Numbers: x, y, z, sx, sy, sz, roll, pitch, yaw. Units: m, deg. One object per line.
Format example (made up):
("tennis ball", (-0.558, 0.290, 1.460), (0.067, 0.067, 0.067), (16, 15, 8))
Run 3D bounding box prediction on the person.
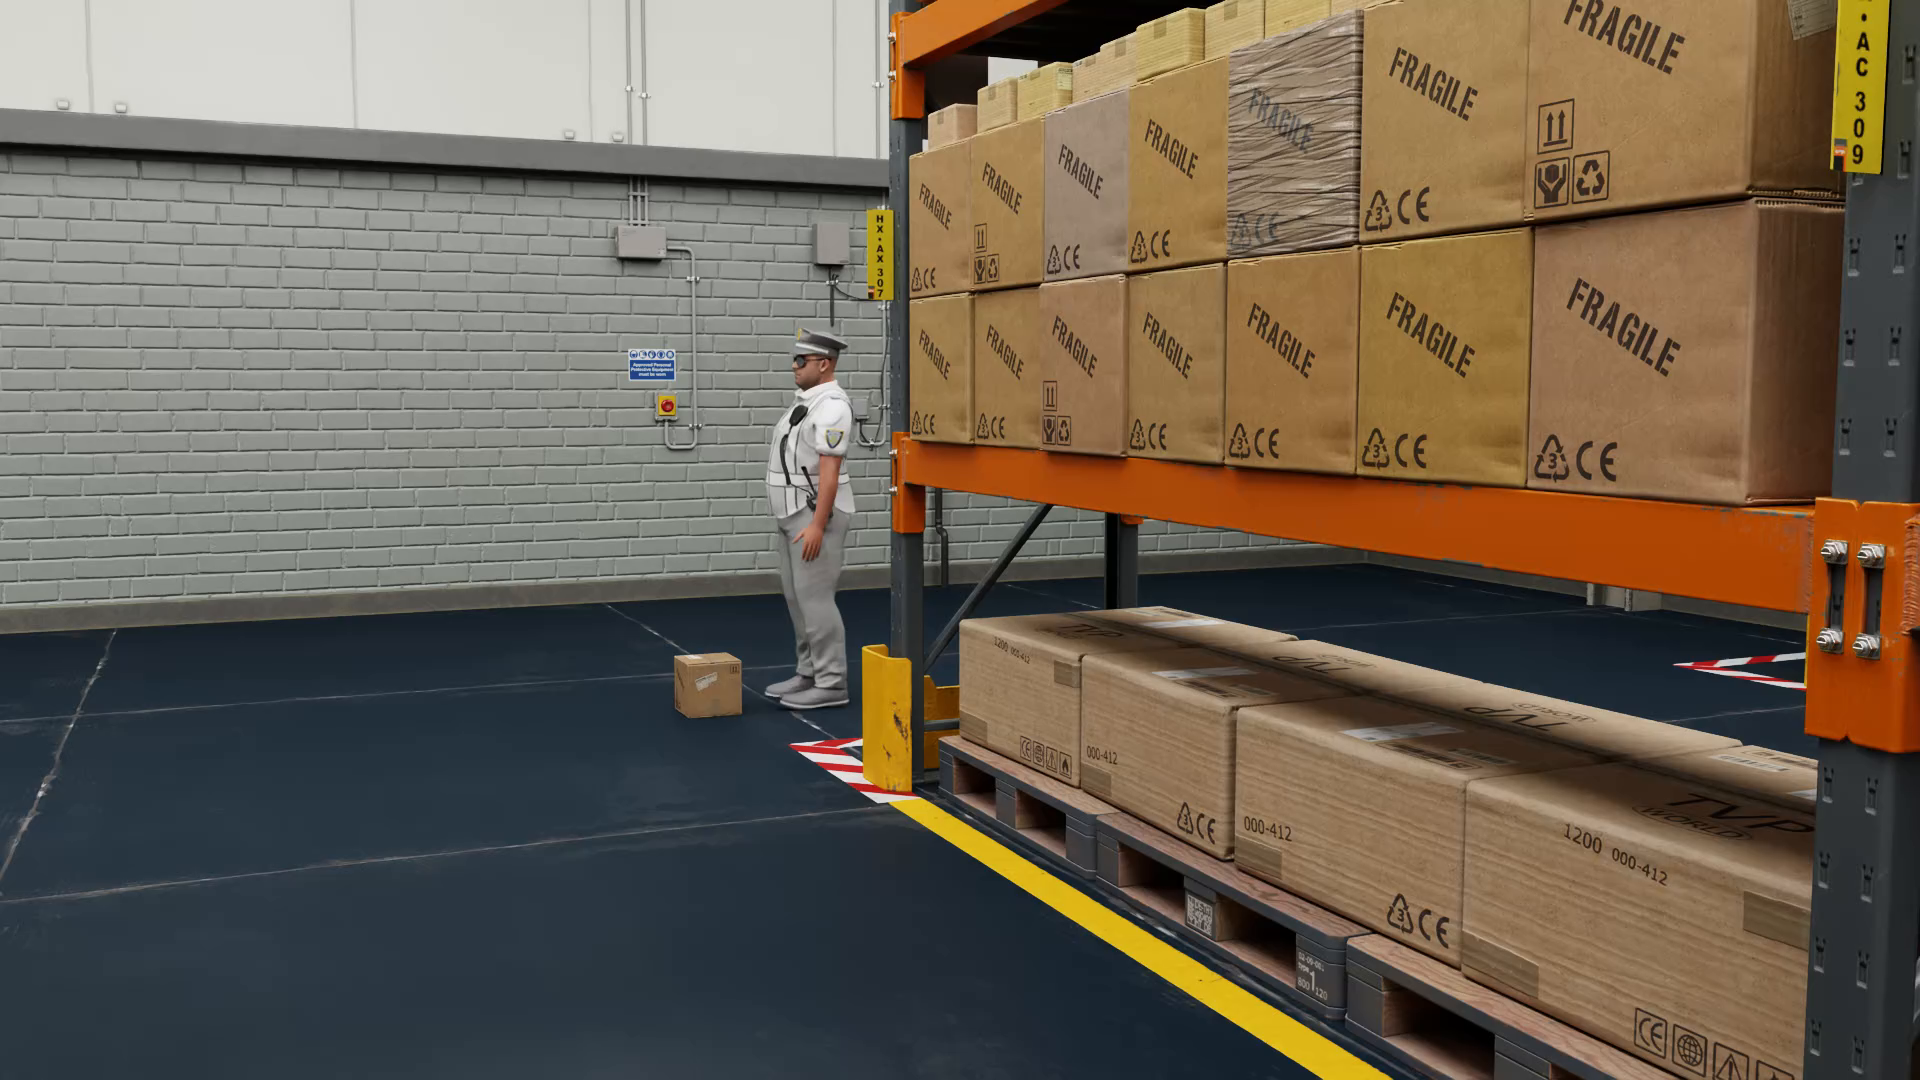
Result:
("person", (-0.705, -0.103, 7.771), (0.394, 1.769, 0.585), (-2, 6, -23))
